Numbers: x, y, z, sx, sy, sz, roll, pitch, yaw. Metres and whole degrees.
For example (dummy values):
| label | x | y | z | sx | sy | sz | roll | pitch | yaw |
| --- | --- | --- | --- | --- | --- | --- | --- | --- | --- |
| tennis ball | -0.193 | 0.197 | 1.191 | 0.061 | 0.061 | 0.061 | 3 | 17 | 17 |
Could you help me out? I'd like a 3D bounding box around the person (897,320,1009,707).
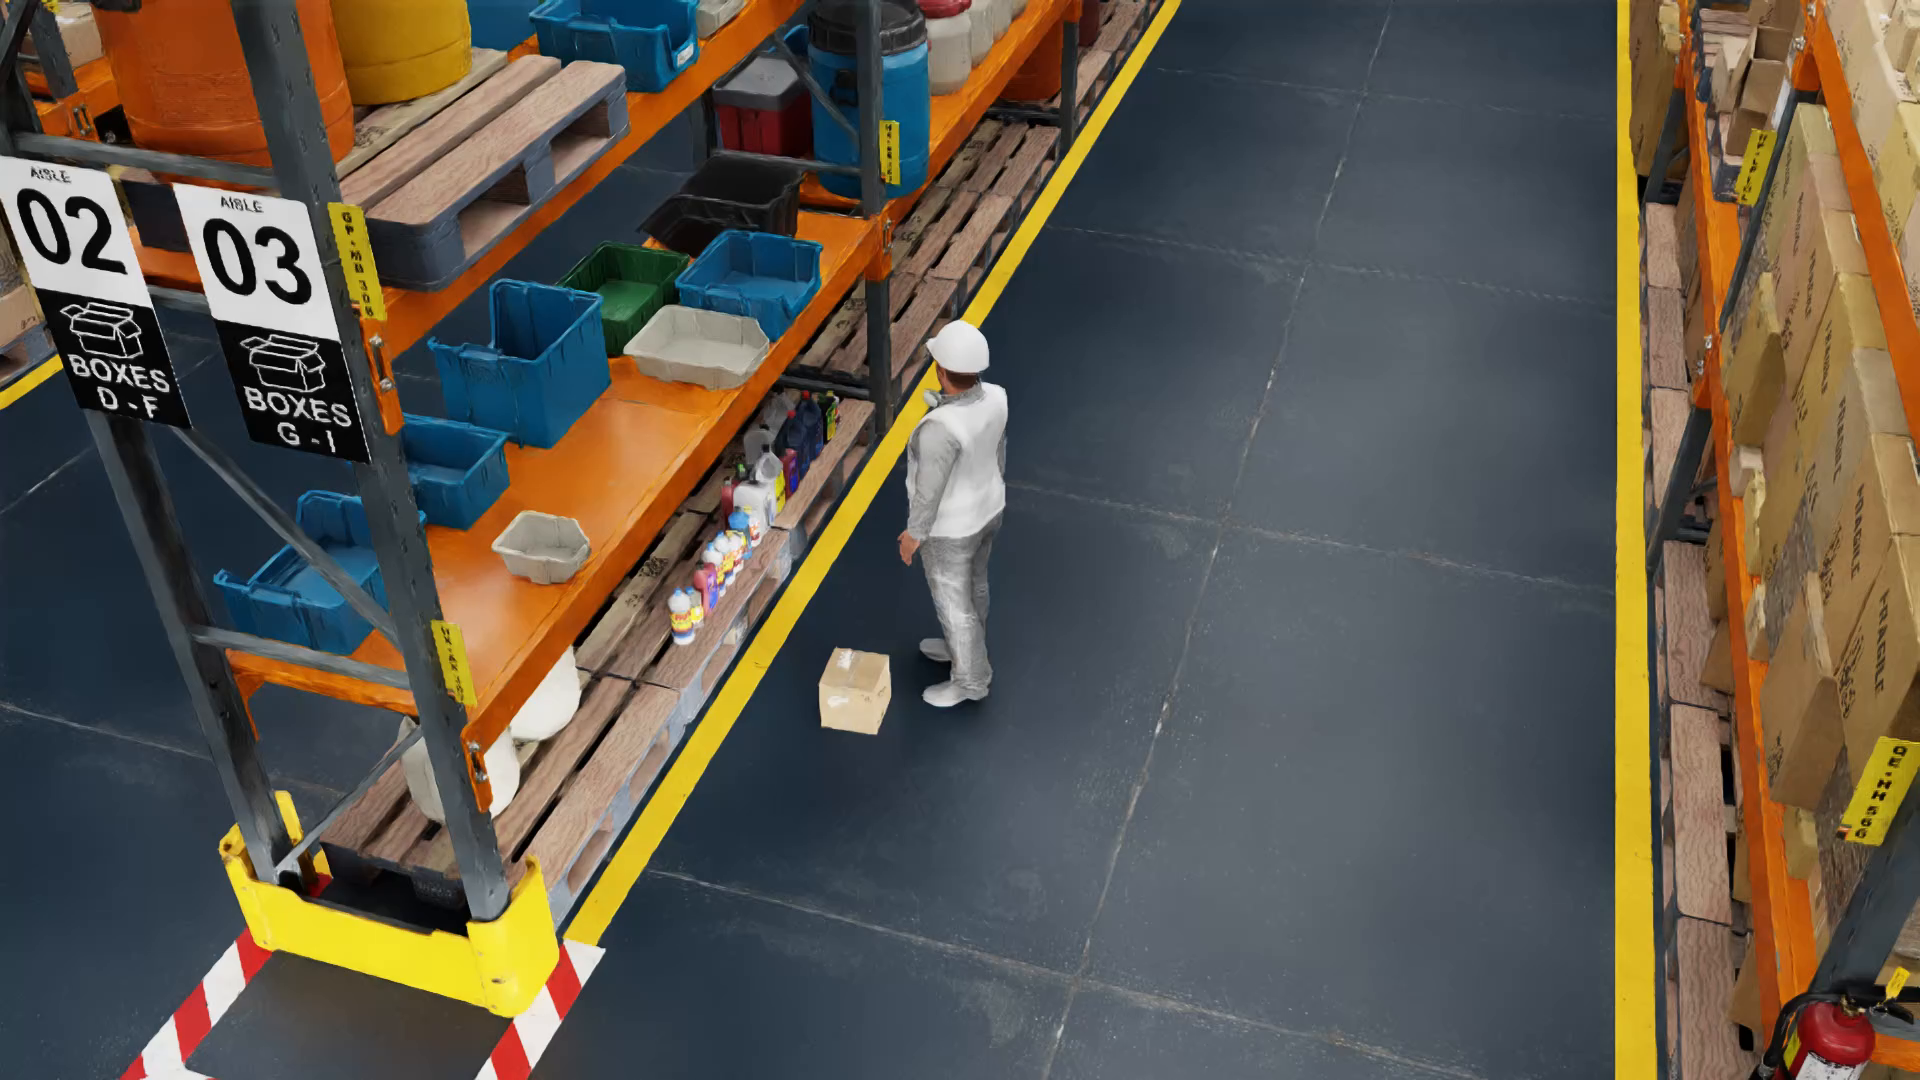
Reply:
| label | x | y | z | sx | sy | sz | roll | pitch | yaw |
| --- | --- | --- | --- | --- | --- | --- | --- | --- | --- |
| person | -0.018 | -0.106 | 7.003 | 0.460 | 1.800 | 0.611 | 22 | 42 | 26 |
